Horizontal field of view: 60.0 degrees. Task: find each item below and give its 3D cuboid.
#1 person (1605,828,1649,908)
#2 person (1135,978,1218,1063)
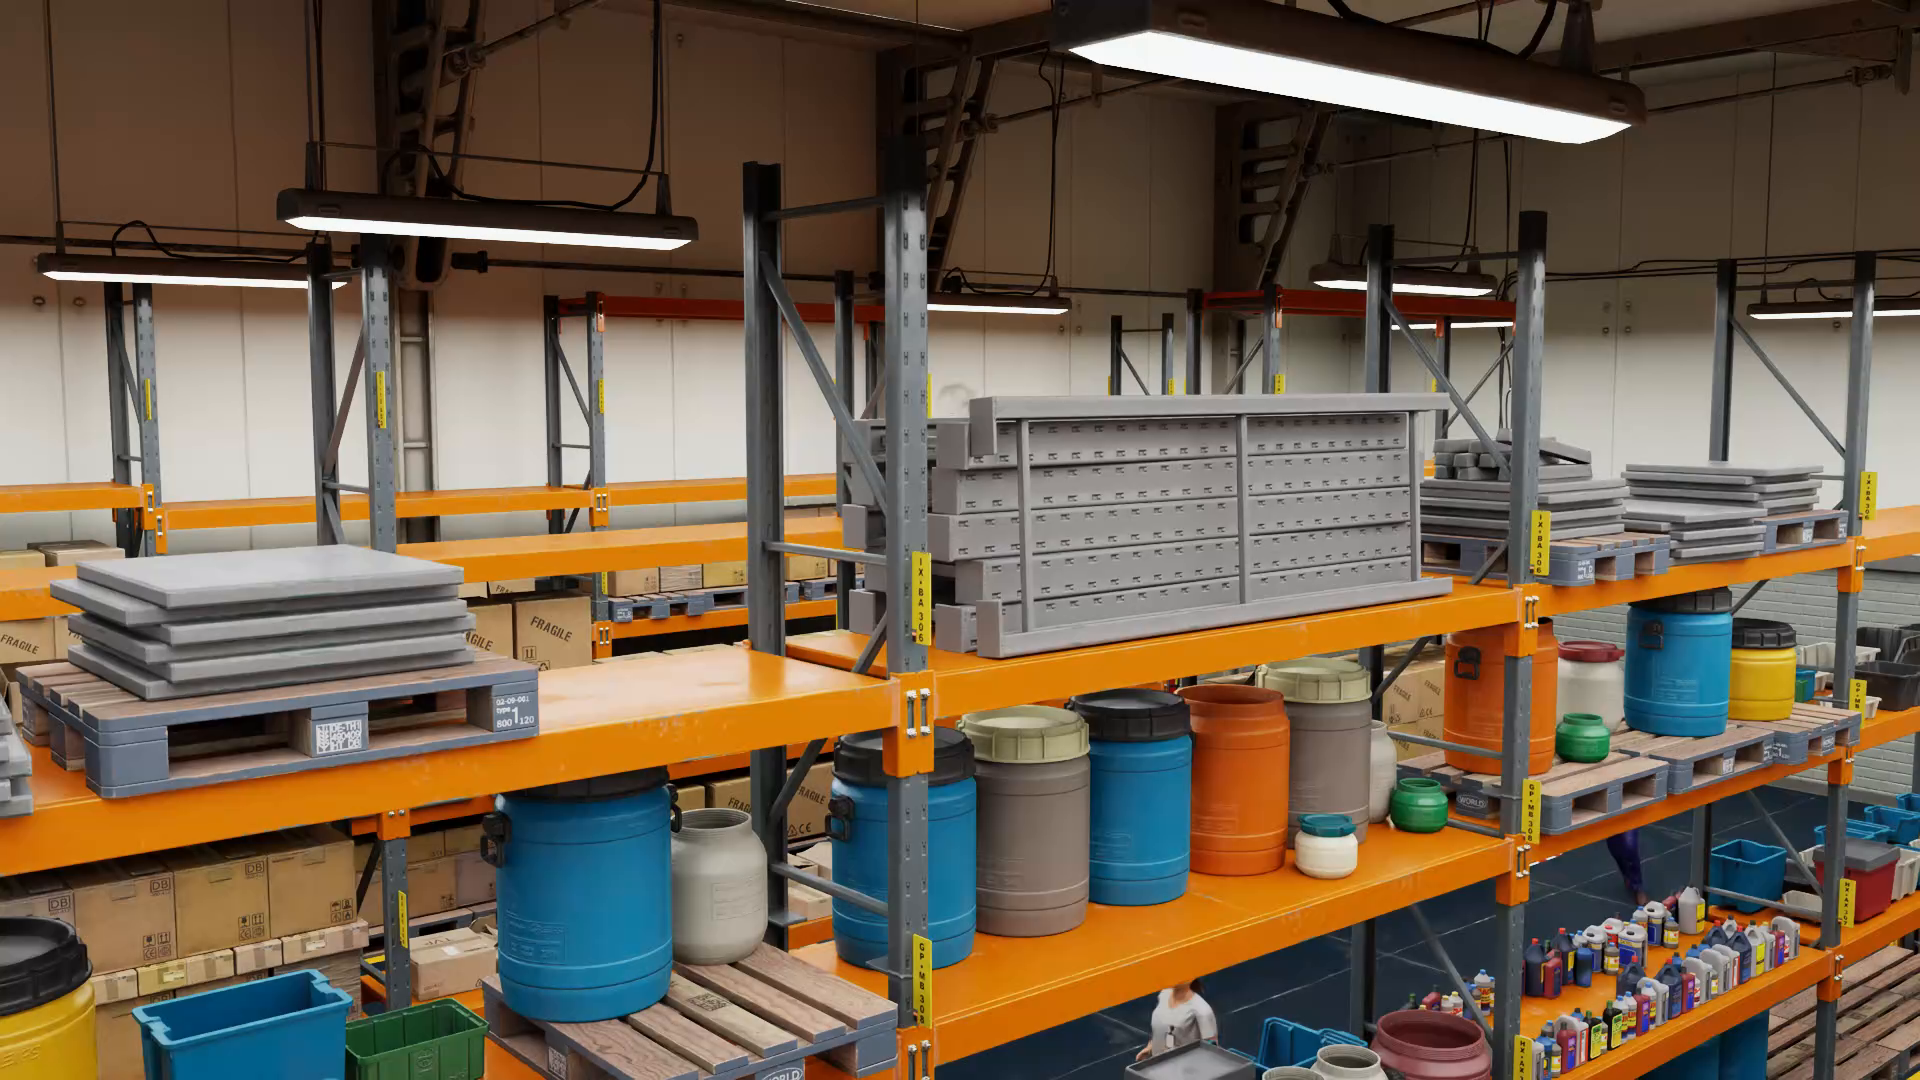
[{"bbox_3d":[6.599,2.762,16.707,0.741,1.632,0.761,3,6,29],"label":"person"},{"bbox_3d":[1.372,3.354,10.369,0.793,1.634,0.575,-5,7,-40],"label":"person"}]
